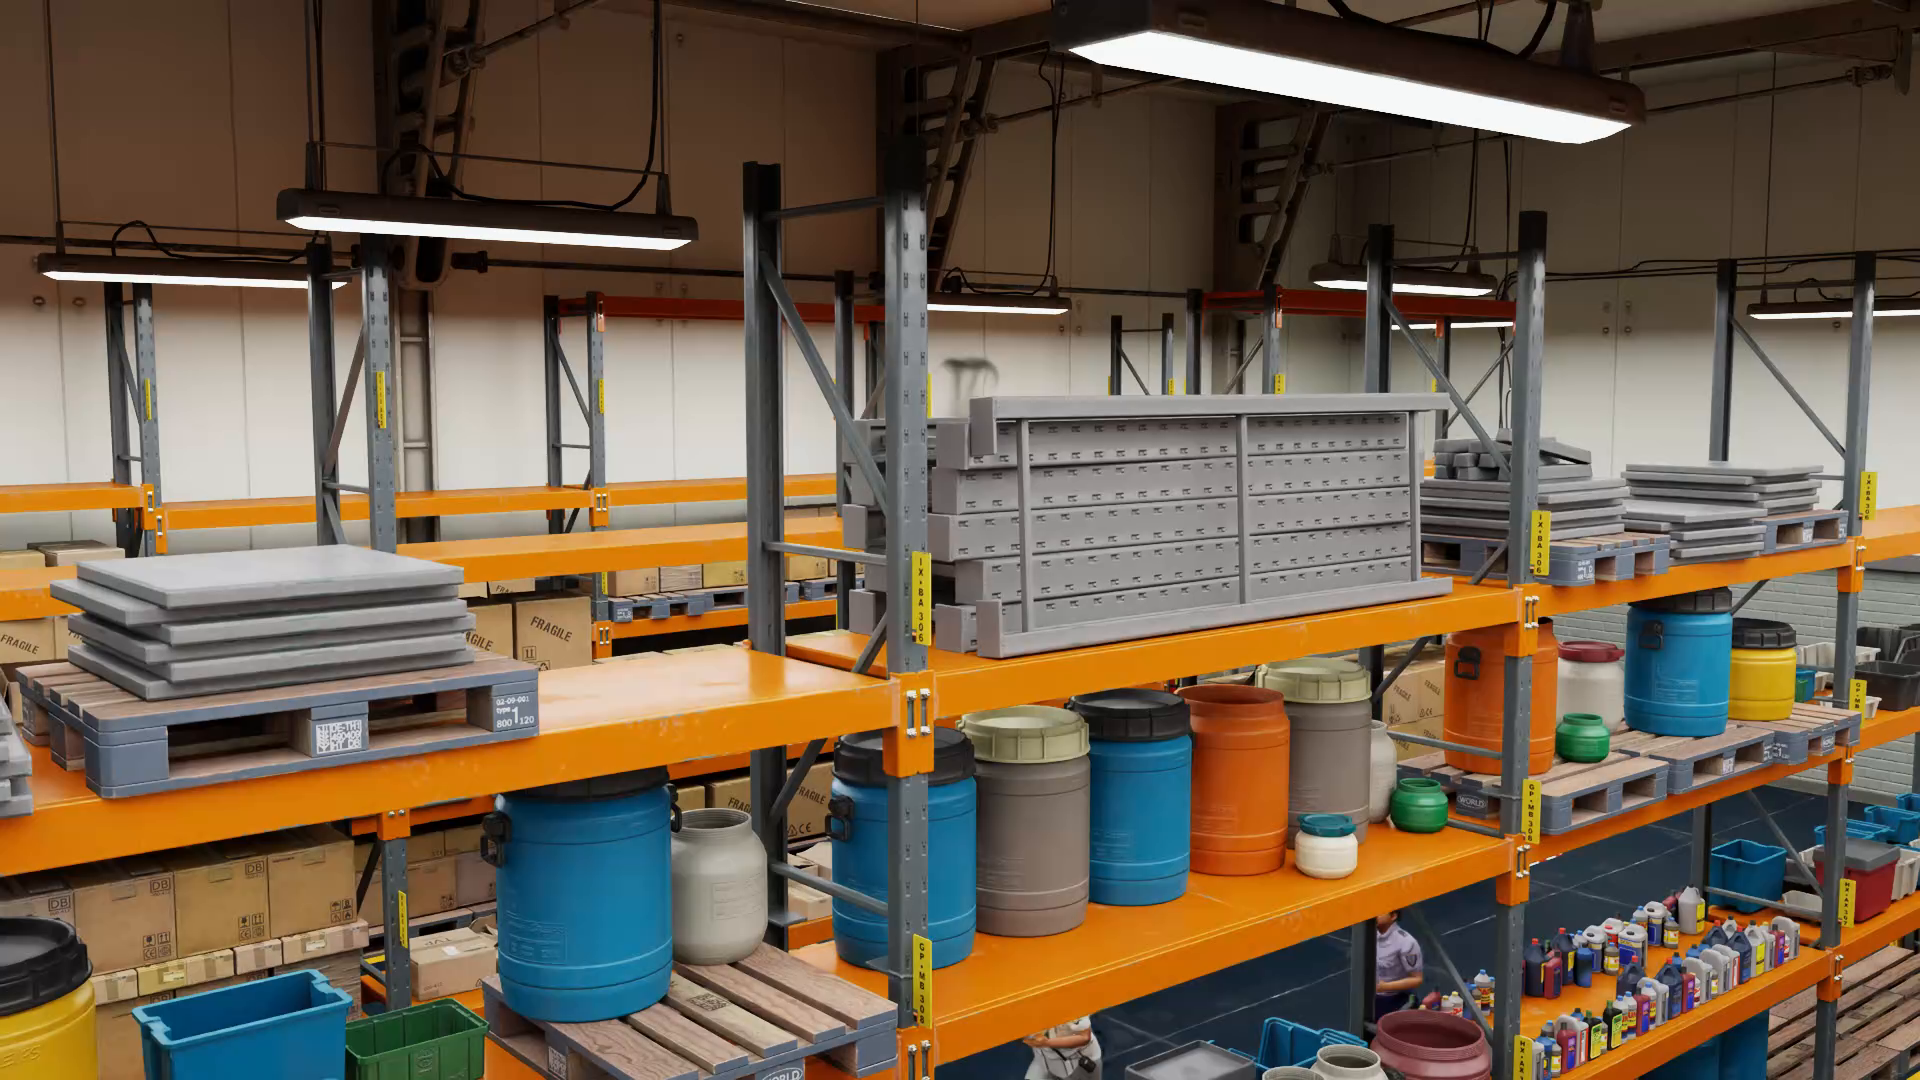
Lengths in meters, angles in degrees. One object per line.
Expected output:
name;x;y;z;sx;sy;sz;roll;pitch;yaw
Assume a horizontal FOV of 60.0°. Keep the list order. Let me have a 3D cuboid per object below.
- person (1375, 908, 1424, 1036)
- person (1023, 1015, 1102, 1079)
person;2.939;3.256;11.522;0.638;1.638;0.580;-4;7;-37
person;0.703;3.354;10.547;0.953;1.680;0.604;-5;8;-43
